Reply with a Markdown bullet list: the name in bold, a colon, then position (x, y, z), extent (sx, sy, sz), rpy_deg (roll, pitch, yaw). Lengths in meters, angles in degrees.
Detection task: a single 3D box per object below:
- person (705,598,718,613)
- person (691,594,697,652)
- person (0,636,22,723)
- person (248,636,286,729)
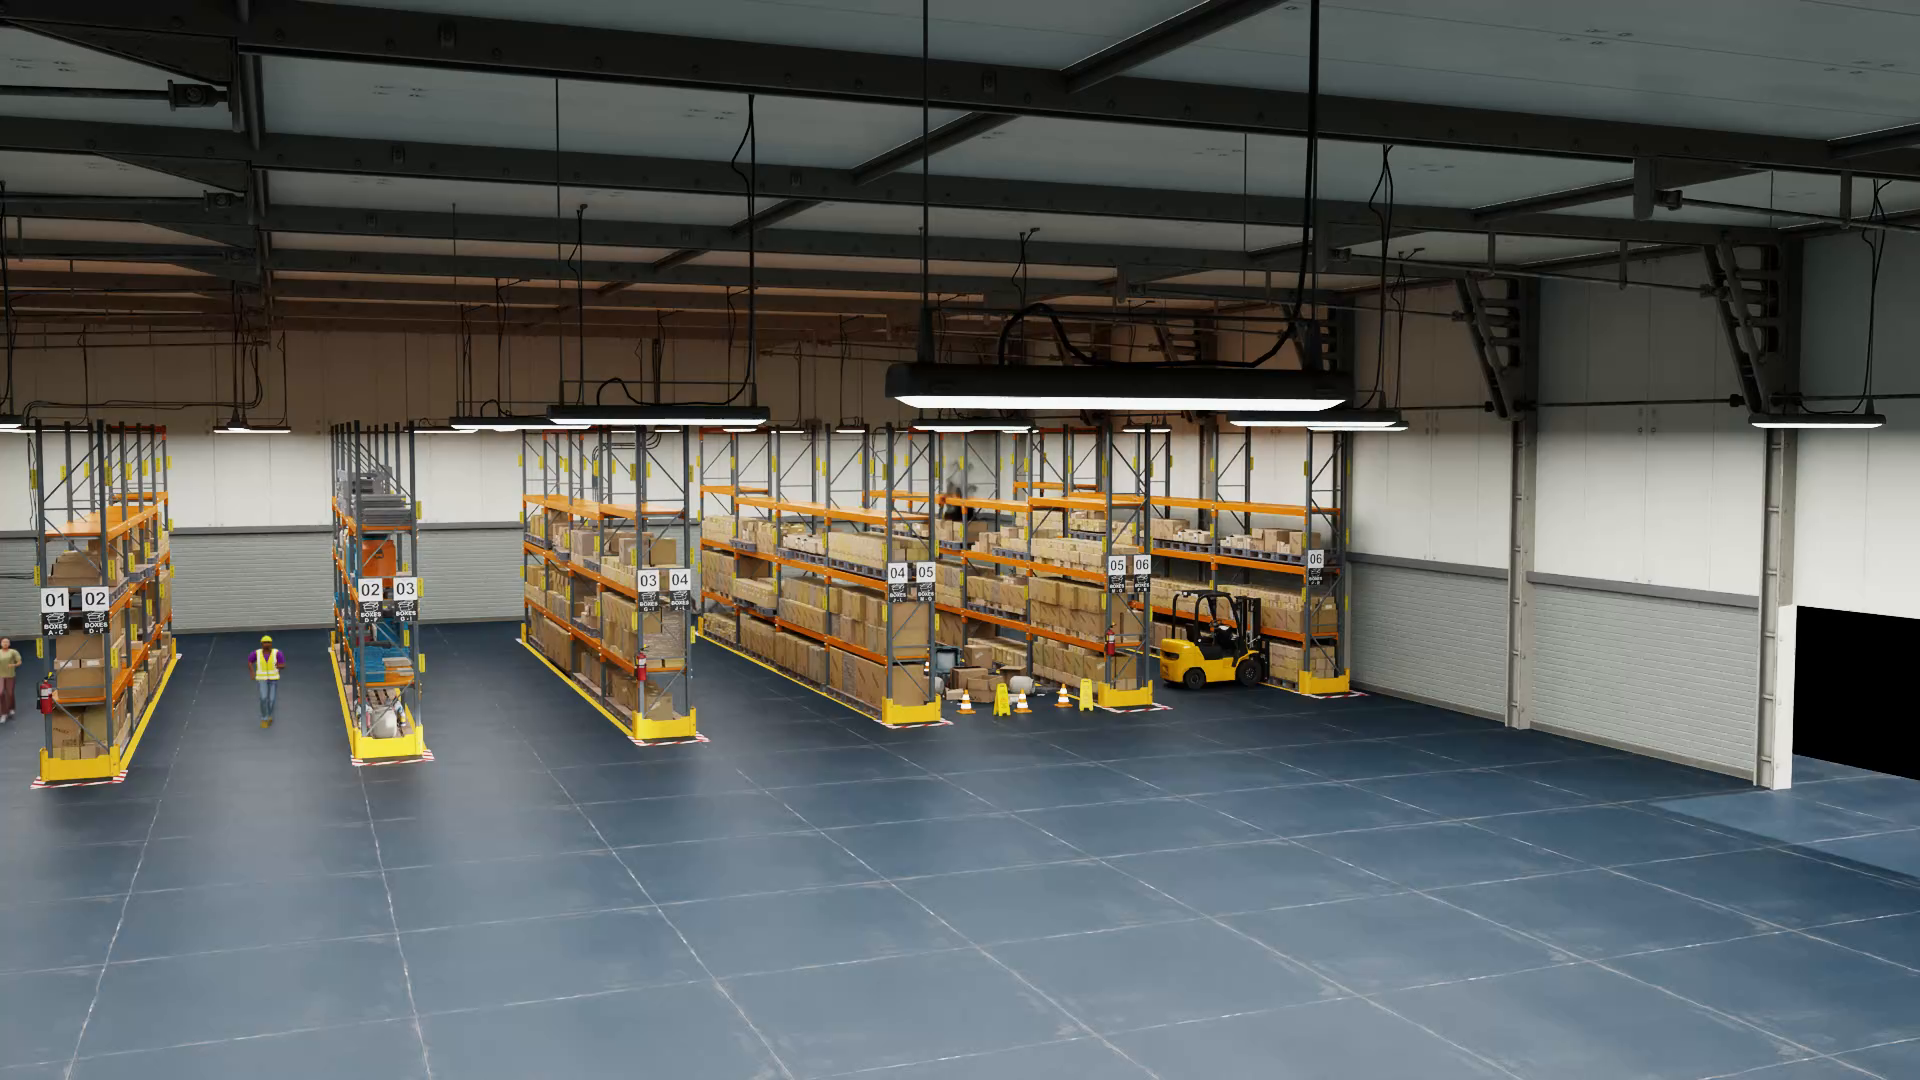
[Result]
- **person**: position (-7.307, 1.816, 49.382), extent (0.620, 1.728, 0.591), rpy_deg (-2, 4, -23)
- **person**: position (-7.325, 2.066, 44.210), extent (0.728, 1.740, 1.090), rpy_deg (-1, 4, -21)
- **person**: position (-19.242, 2.790, 33.541), extent (0.586, 1.697, 0.861), rpy_deg (-2, 4, -26)
- **person**: position (-13.670, 2.796, 32.845), extent (0.674, 1.826, 0.746), rpy_deg (-2, 4, -28)
